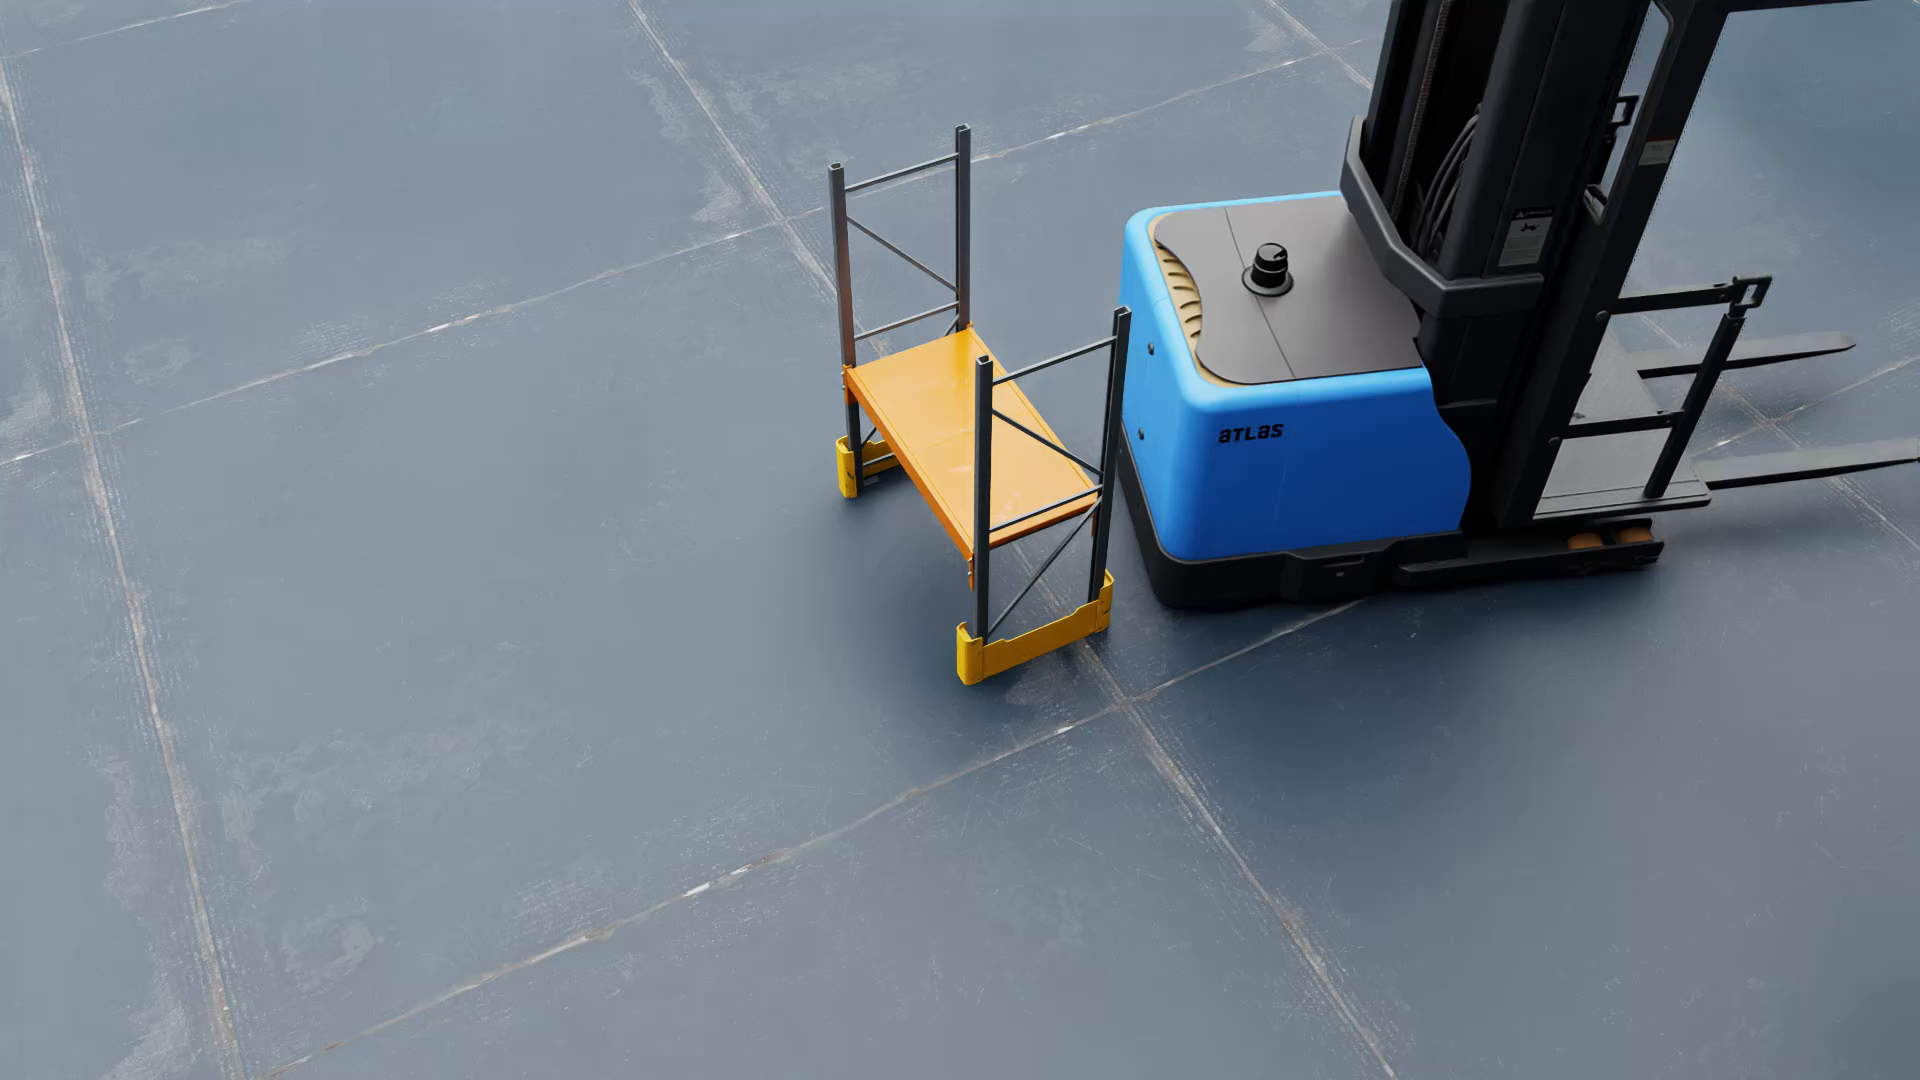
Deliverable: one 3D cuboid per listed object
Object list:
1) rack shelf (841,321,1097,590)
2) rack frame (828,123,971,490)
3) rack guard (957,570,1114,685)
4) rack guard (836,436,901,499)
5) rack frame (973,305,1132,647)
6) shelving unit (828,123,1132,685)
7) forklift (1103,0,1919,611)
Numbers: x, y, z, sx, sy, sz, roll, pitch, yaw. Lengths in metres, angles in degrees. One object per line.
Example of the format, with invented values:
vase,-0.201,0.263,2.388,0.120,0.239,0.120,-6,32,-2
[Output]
rack shelf,0.039,-0.318,5.771,0.538,0.185,1.000,-21,52,-18
rack frame,-0.194,-0.777,5.933,0.500,1.500,0.032,-21,52,-18
rack guard,0.263,0.302,5.820,0.587,0.250,0.087,-21,52,-18
rack guard,-0.193,-0.365,6.403,0.587,0.250,0.087,-21,52,-18
rack frame,0.272,-0.096,5.338,0.500,1.500,0.032,-21,52,-18
shelving unit,0.035,-0.443,5.641,0.587,1.500,1.083,-21,52,-18
forklift,2.128,-1.226,5.375,3.031,2.935,1.130,-6,49,-6
